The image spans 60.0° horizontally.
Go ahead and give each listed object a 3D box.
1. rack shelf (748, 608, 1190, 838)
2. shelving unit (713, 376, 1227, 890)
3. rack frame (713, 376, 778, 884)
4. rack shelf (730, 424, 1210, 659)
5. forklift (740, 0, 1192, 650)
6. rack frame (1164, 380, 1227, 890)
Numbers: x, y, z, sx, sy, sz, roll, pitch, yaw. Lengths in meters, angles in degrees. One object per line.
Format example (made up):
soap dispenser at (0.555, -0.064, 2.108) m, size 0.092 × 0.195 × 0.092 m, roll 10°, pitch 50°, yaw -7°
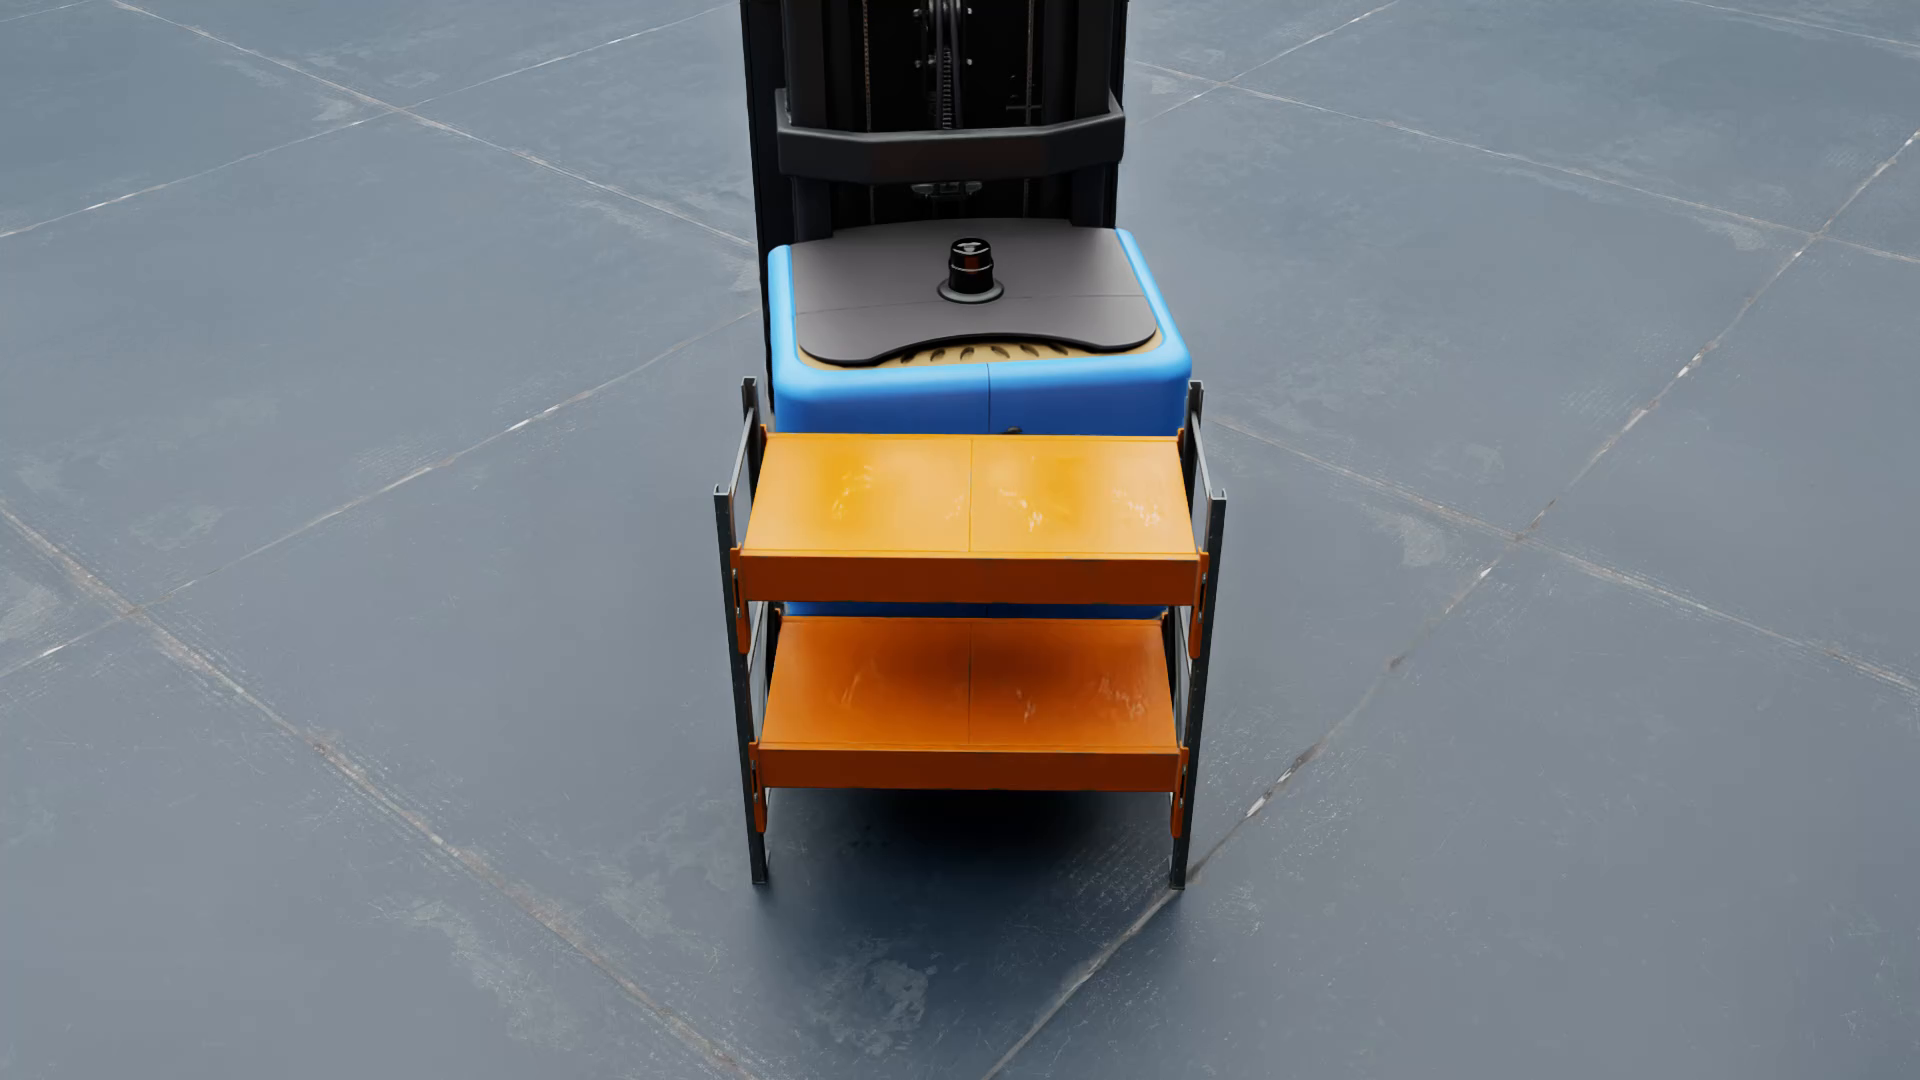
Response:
rack shelf at (0.024, 0.437, 4.052) m, size 1.000 × 0.278 × 0.538 m, roll 1°, pitch 34°, yaw 1°
shelving unit at (0.024, 0.235, 3.914) m, size 1.048 × 1.125 × 0.538 m, roll 1°, pitch 34°, yaw 1°
rack frame at (-0.485, 0.230, 3.921) m, size 0.032 × 1.125 × 0.500 m, roll 1°, pitch 34°, yaw 1°
rack shelf at (0.024, -0.006, 3.748) m, size 1.000 × 0.278 × 0.538 m, roll 1°, pitch 34°, yaw 1°
forklift at (-0.101, -1.560, 4.932) m, size 1.130 × 2.935 × 3.031 m, roll -4°, pitch 35°, yaw -5°
rack frame at (0.532, 0.240, 3.907) m, size 0.032 × 1.125 × 0.500 m, roll 1°, pitch 34°, yaw 1°
